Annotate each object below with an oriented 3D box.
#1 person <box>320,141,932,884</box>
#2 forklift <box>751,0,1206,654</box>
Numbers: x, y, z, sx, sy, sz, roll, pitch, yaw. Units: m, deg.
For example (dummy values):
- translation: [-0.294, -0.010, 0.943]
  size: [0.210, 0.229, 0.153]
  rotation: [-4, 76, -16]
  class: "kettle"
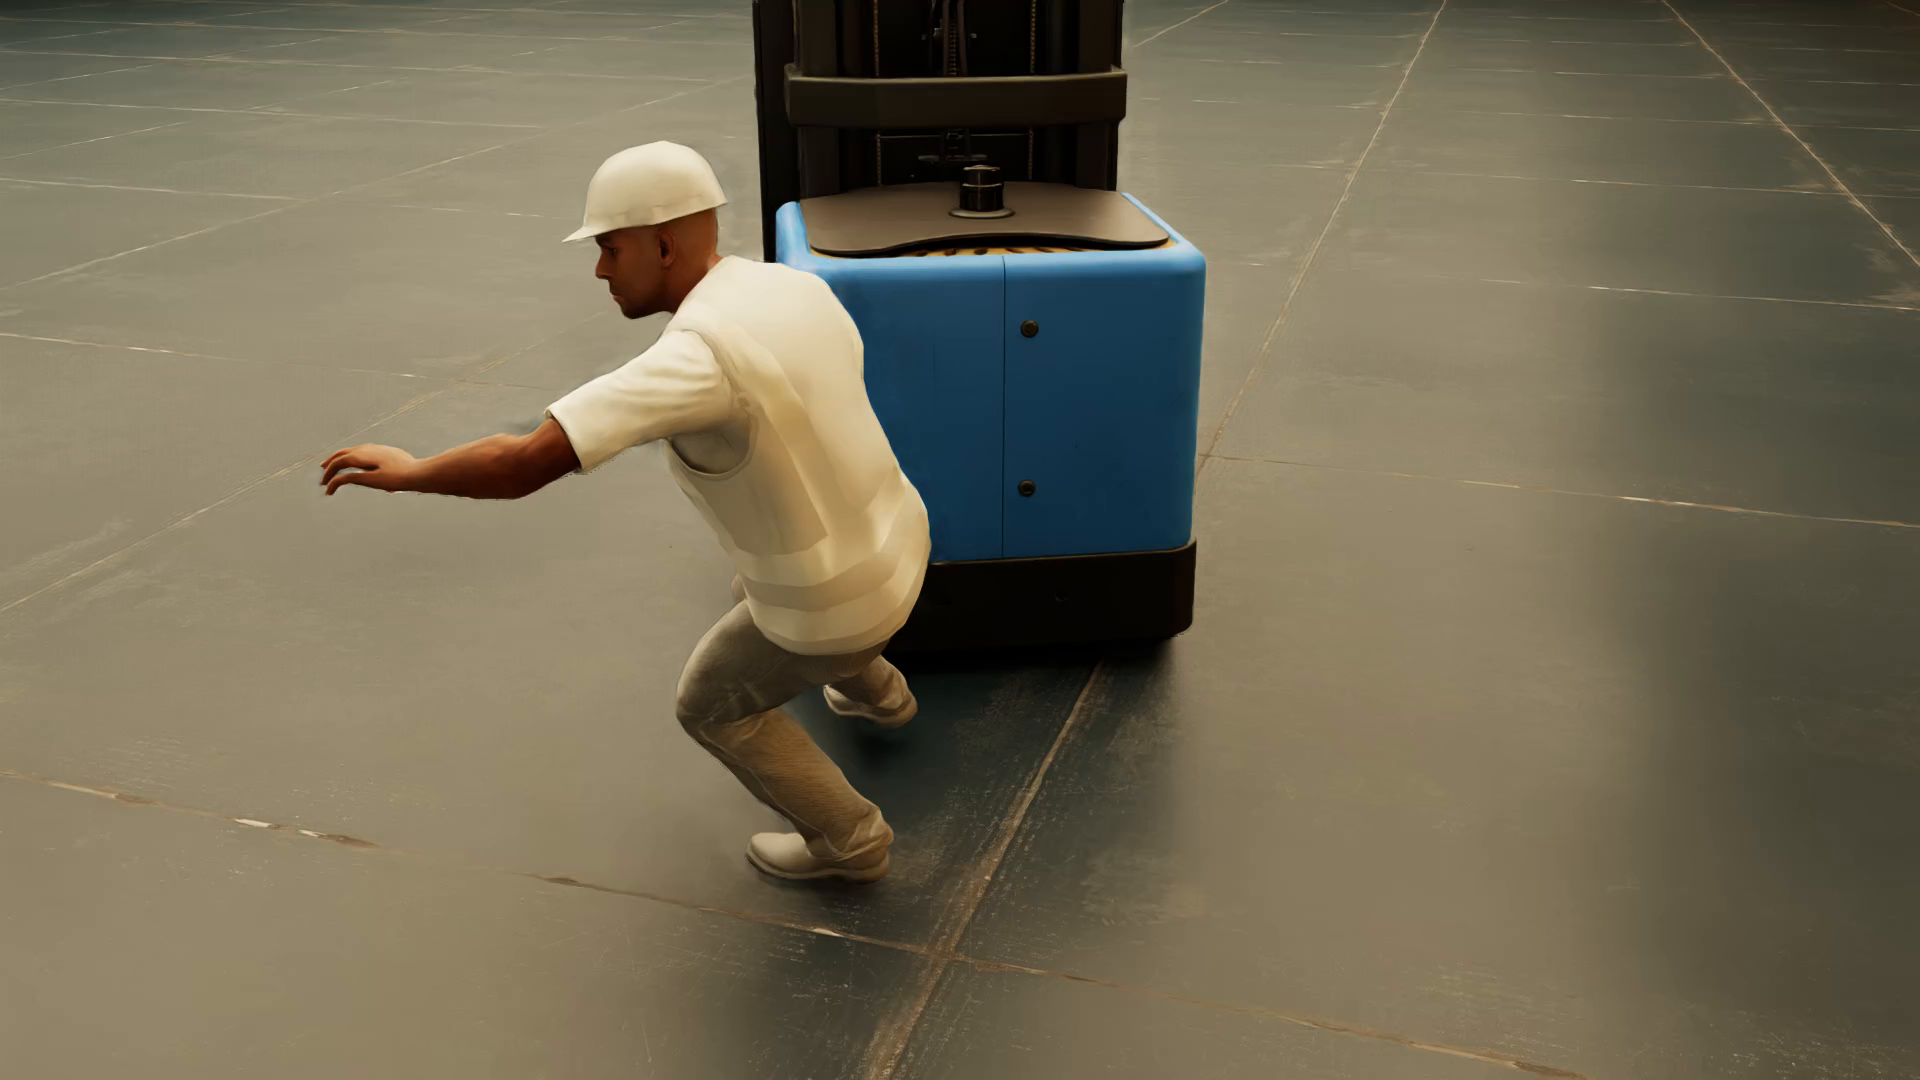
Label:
- translation: [-0.482, -0.029, 3.239]
  size: [0.912, 1.515, 1.242]
  rotation: [6, 23, 15]
  class: "person"
- translation: [-0.099, -1.587, 5.124]
  size: [1.130, 2.935, 3.031]
  rotation: [-3, 23, -7]
  class: "forklift"
